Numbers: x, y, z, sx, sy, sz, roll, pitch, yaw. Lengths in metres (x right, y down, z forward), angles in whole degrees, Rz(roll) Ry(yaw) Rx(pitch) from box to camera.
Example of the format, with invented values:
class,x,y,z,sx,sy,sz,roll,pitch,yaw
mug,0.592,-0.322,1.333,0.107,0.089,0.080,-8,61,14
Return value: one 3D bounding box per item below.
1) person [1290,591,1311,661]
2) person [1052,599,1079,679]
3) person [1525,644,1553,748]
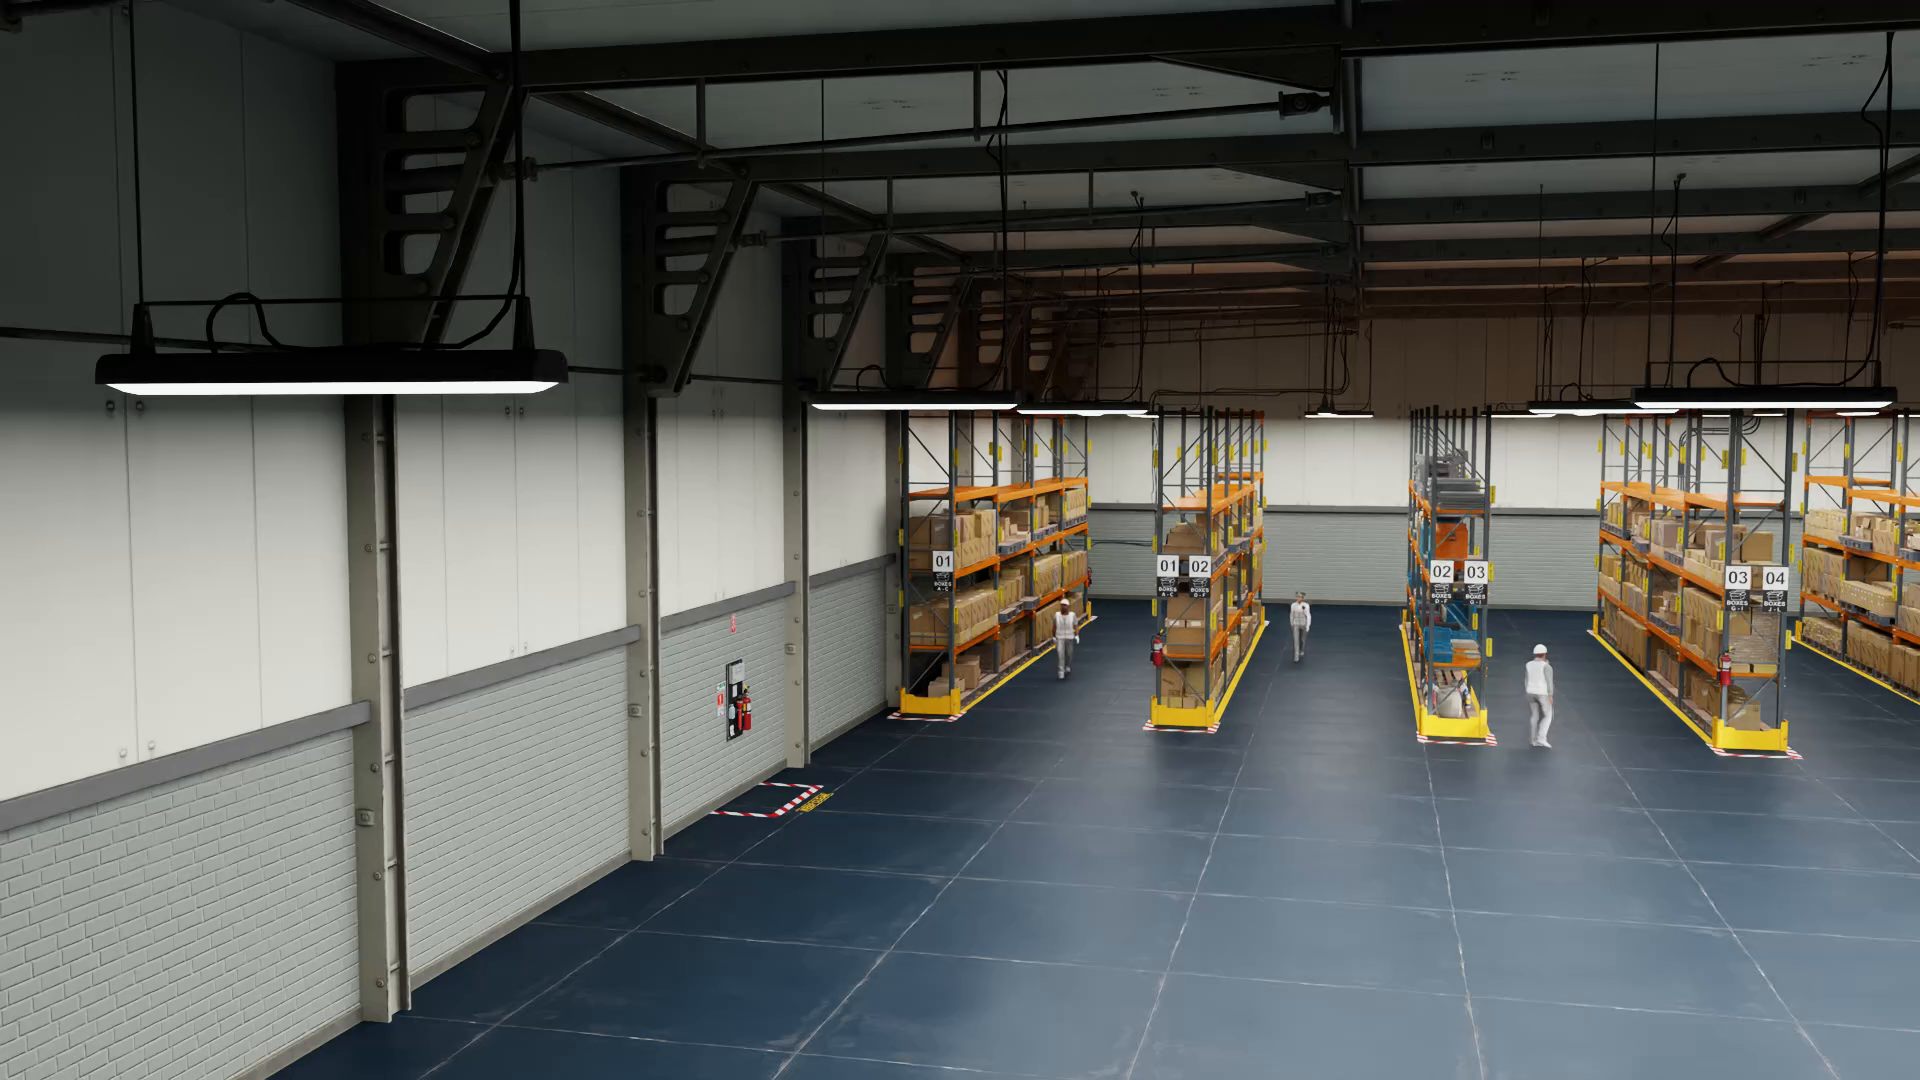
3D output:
class,x,y,z,sx,sy,sz,roll,pitch,yaw
person,8.151,2.032,39.810,0.492,1.622,1.034,1,4,11
person,2.349,2.188,36.988,0.569,1.736,1.086,0,4,-1
person,10.218,2.752,29.331,0.427,1.817,0.587,-3,5,-35
